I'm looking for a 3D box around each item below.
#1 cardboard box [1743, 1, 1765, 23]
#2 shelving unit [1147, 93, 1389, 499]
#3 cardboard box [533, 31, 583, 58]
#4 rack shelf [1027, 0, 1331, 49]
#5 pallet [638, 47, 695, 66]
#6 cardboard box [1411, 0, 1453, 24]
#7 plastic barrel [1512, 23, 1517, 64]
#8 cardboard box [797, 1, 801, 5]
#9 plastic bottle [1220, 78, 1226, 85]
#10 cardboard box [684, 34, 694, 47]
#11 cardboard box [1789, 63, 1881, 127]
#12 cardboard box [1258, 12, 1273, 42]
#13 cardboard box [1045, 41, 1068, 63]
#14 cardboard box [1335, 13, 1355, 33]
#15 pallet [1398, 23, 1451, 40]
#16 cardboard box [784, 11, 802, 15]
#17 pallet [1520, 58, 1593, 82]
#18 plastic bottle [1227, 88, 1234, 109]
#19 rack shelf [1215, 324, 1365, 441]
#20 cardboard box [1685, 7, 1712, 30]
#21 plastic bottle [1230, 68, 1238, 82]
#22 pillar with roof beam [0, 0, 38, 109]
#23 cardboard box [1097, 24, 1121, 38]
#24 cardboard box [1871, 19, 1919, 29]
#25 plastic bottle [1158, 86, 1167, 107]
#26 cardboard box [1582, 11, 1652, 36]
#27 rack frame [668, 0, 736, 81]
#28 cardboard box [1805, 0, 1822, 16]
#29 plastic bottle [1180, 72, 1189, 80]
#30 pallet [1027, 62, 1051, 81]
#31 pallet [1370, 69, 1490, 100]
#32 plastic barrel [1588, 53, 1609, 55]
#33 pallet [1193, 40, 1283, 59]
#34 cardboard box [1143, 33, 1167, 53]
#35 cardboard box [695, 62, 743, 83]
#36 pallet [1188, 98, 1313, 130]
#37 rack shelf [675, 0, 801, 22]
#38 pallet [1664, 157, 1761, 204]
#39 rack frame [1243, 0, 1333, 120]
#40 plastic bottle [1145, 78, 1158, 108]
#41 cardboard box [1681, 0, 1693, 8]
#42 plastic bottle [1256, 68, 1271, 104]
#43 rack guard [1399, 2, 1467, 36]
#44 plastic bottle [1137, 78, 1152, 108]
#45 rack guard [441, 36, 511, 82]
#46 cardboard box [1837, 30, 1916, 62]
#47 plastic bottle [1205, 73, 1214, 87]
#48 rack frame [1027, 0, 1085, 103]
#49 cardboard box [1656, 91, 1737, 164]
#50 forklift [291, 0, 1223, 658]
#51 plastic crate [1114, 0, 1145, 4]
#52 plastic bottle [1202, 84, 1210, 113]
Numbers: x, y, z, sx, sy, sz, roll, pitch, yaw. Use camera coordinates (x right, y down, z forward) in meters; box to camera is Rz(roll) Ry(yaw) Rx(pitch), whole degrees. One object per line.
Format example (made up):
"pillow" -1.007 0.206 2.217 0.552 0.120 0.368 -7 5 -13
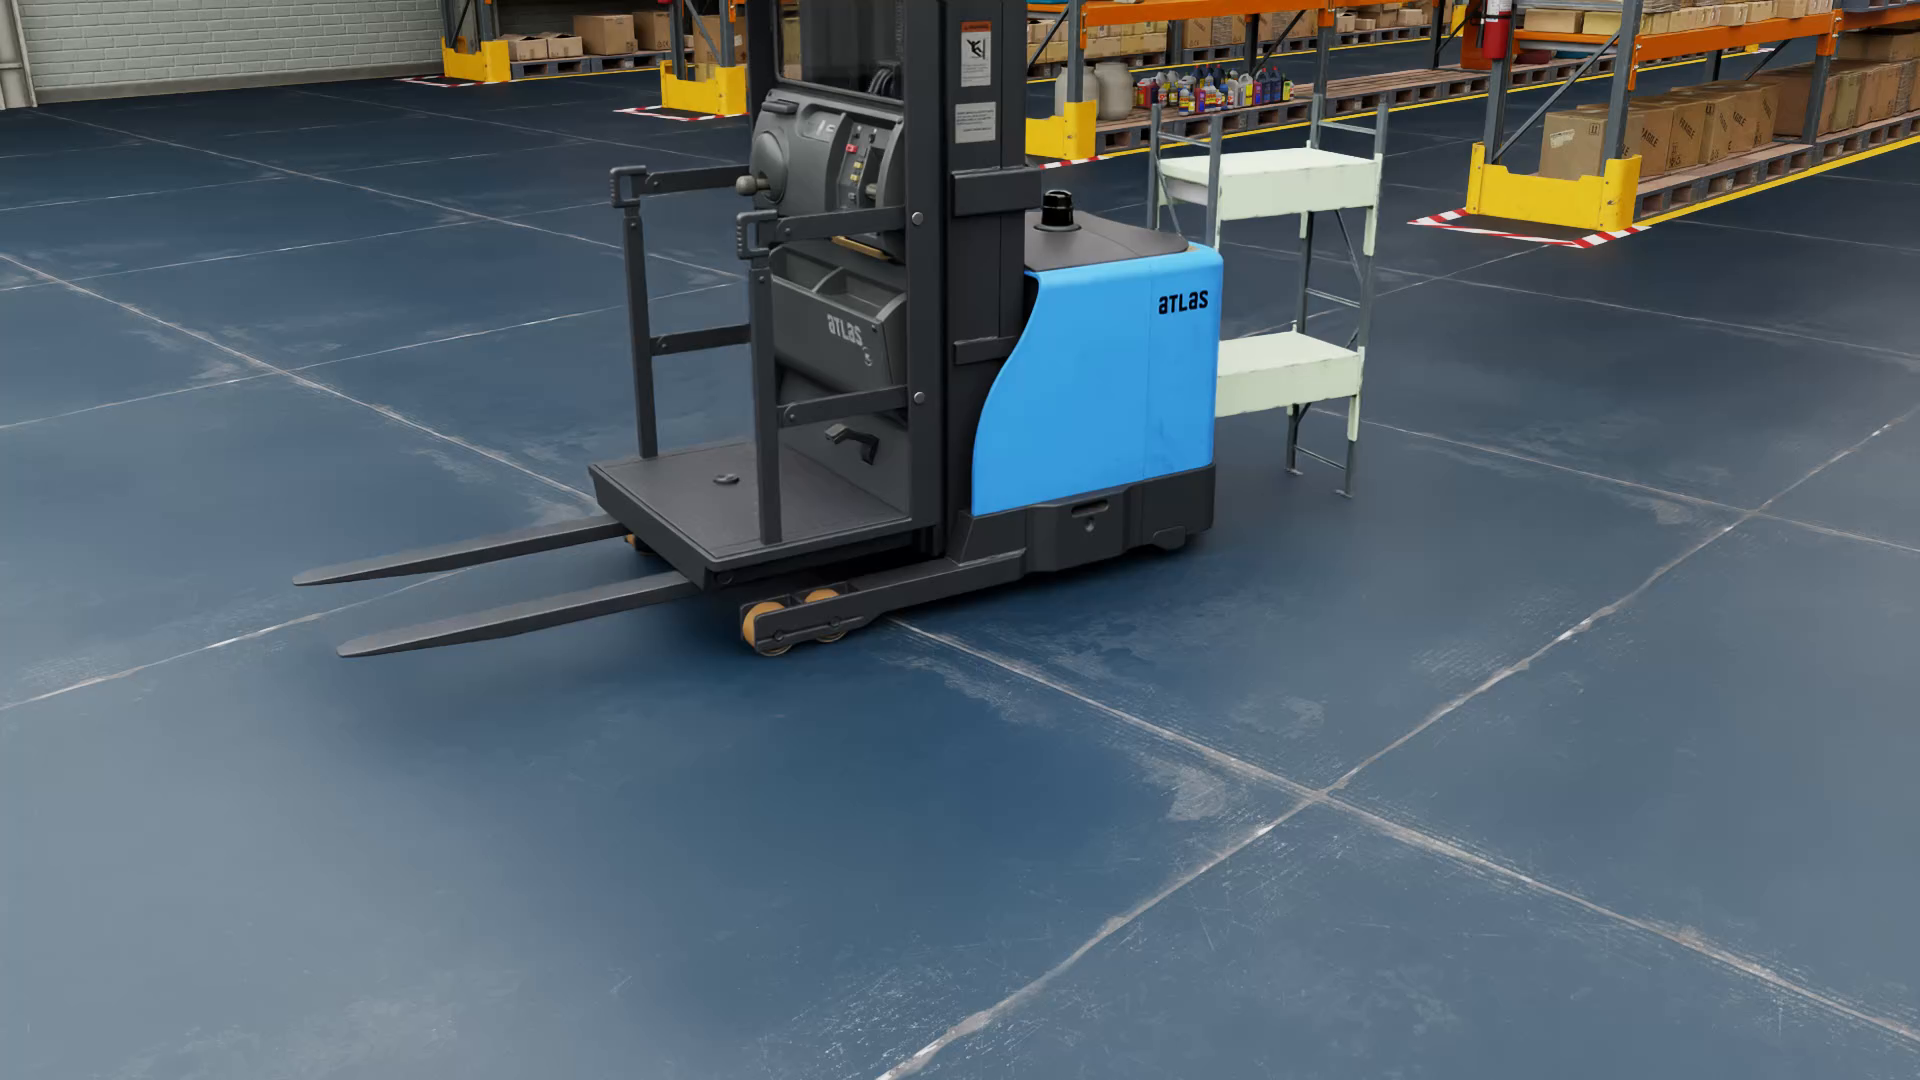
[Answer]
"cardboard box" 6.045 -4.135 13.002 0.380 0.149 0.250 19 28 41
"shelving unit" 1.114 -0.865 6.234 0.755 1.500 0.431 -11 24 -26
"cardboard box" -5.451 -6.706 22.476 0.500 0.311 0.500 -17 27 -38
"rack shelf" 2.097 -5.153 16.302 1.077 0.370 4.000 19 28 41
"pallet" -4.049 -6.999 23.990 1.003 0.211 1.213 19 28 41
"cardboard box" 8.115 -9.165 28.610 0.500 0.500 0.500 19 28 41
"plastic barrel" 6.942 -6.363 21.331 0.421 0.512 0.421 0 21 0
"cardboard box" -2.439 -8.313 25.347 0.500 0.250 0.500 18 28 39
"plastic bottle" 2.698 -4.556 16.919 0.061 0.283 0.133 19 28 41
"cardboard box" -3.957 -7.220 24.014 0.380 0.166 0.250 15 26 34
"cardboard box" 8.221 -4.216 15.733 0.700 0.500 0.500 16 26 36
"cardboard box" 4.334 -7.755 24.940 0.500 0.500 0.500 18 27 39
"cardboard box" 1.122 -6.462 21.954 0.500 0.250 0.500 18 28 39
"cardboard box" 5.975 -8.304 26.632 0.500 0.311 0.500 19 28 41
"pallet" 7.709 -8.801 28.680 1.003 0.211 1.213 19 28 41
"cardboard box" -1.996 -5.951 19.578 0.500 0.500 0.500 19 28 41
"pallet" 7.654 -6.254 22.053 1.003 0.211 1.213 19 28 41
"plastic bottle" 2.712 -4.454 16.768 0.097 0.201 0.097 0 21 0
"rack shelf" 1.114 -0.561 6.351 0.720 0.370 0.431 -11 24 -26
"cardboard box" 5.333 -3.883 12.346 0.380 0.149 0.250 19 28 41
"plastic bottle" 2.956 -4.962 17.994 0.097 0.271 0.097 0 21 0
"pillar with roof beam" -7.629 -8.031 14.426 9.100 9.000 0.400 19 28 41
"cardboard box" 1.835 -6.985 22.533 0.500 0.311 0.500 19 28 40
"cardboard box" 10.328 -5.168 17.714 1.225 0.875 0.875 18 27 38
"plastic bottle" 2.064 -4.523 16.947 0.097 0.201 0.097 0 21 0
"cardboard box" 4.620 -3.631 11.691 0.380 0.149 0.250 19 28 41
"rack frame" -2.844 -6.215 18.063 1.000 3.000 0.127 19 28 41
"cardboard box" 6.921 -4.455 13.834 0.380 0.149 0.250 19 28 41
"plastic bottle" 2.355 -4.756 17.440 0.133 0.283 0.061 -19 28 -40
"pallet" 0.432 -6.141 21.757 1.003 0.211 1.213 19 28 41
"pallet" 5.715 -5.540 20.193 1.003 0.211 1.213 19 28 41
"plastic barrel" 8.682 -7.140 22.809 0.600 0.901 0.708 19 28 41
"pallet" 4.135 -7.464 25.201 1.003 0.211 1.213 19 28 41
"cardboard box" 2.544 -6.988 23.321 0.500 0.250 0.500 -19 28 -41
"cardboard box" -2.682 -5.339 19.033 0.500 0.250 0.500 19 28 41
"pallet" 2.994 -4.539 17.589 1.003 0.211 1.213 19 28 41
"rack shelf" -1.449 -6.393 19.530 1.077 0.370 4.000 19 28 41
"pallet" 5.747 -2.965 13.494 1.003 0.211 1.213 19 28 41
"rack frame" 3.492 -6.003 17.511 1.000 3.000 0.127 19 28 41
"plastic bottle" 1.941 -4.525 16.839 0.061 0.283 0.133 19 28 41
"cardboard box" 4.917 -4.213 12.302 0.875 0.500 0.500 19 28 41
"plastic bottle" 3.116 -4.684 17.160 0.144 0.351 0.185 18 27 38
"rack guard" 8.264 -9.142 29.162 1.175 0.500 0.348 19 28 41
"plastic bottle" 1.865 -4.548 16.910 0.152 0.276 0.135 20 28 41
"rack guard" -6.343 -6.307 21.786 1.175 0.500 0.348 19 28 41
"cardboard box" 9.023 -4.861 16.367 0.500 0.250 0.500 -16 26 -36
"plastic bottle" 2.617 -4.763 17.476 0.097 0.271 0.097 0 21 0
"rack frame" 0.702 -4.974 14.836 1.000 3.000 0.127 19 28 41
"cardboard box" 5.963 -3.371 13.563 0.500 0.500 0.500 16 26 36
"forklift" -0.608 -1.225 5.176 3.031 2.935 1.130 -12 24 -29
"plastic crate" 1.557 -5.001 15.272 0.298 0.136 0.250 19 28 41
"plastic bottle" 2.429 -4.382 16.485 0.097 0.271 0.097 0 21 0
